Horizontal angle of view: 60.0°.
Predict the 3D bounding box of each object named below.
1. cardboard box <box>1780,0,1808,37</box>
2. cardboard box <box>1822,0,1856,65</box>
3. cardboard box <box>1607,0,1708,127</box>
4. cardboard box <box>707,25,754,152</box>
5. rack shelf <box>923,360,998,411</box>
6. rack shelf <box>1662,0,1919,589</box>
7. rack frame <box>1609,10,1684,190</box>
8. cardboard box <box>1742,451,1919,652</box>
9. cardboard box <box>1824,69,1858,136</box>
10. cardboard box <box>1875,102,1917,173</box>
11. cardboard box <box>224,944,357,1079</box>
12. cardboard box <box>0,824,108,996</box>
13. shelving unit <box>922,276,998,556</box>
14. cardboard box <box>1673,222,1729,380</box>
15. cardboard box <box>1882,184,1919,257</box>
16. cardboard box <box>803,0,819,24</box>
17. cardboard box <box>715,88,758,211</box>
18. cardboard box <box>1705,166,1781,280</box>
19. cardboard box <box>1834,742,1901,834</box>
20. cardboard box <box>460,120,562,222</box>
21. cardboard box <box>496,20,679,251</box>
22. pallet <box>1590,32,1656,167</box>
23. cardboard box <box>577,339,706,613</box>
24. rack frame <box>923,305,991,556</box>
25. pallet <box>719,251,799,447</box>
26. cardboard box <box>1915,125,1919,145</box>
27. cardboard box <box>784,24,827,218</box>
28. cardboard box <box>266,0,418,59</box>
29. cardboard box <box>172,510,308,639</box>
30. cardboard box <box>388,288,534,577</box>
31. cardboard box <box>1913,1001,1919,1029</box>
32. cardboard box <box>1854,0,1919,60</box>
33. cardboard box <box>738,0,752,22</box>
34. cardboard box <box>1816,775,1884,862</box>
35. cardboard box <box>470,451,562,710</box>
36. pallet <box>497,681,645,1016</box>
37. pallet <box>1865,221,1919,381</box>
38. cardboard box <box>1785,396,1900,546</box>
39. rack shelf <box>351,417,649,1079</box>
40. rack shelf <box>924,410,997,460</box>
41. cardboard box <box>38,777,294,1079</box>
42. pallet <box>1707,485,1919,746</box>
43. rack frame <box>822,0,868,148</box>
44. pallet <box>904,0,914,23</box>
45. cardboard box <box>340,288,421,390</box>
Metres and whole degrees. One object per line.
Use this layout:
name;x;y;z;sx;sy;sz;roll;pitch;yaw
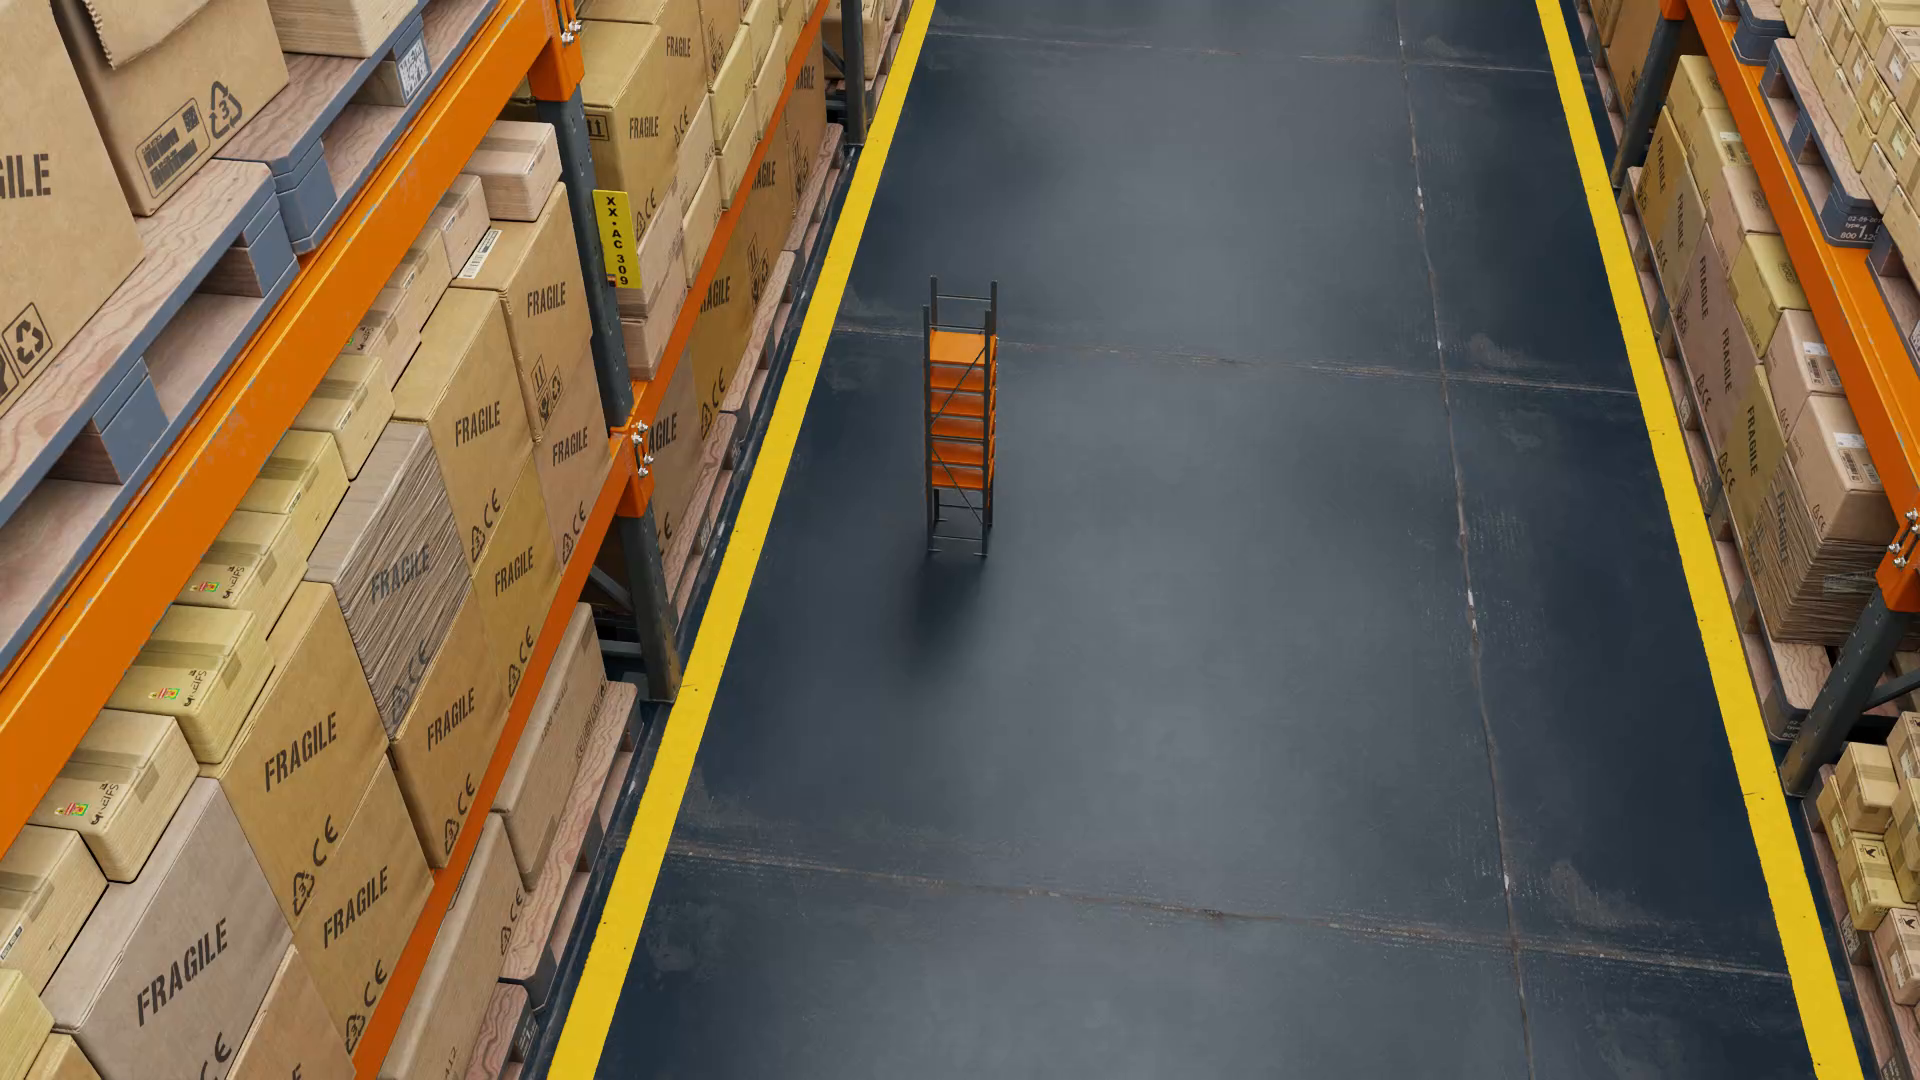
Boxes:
cardboard box;3.548;-2.138;6.704;0.380;0.149;0.250;7;44;7
cardboard box;3.480;-1.895;6.230;0.380;0.149;0.250;5;44;5
cardboard box;4.082;-2.657;8.705;1.050;0.750;0.750;5;44;5
cardboard box;-1.065;-1.670;6.078;0.500;0.250;0.500;6;44;6
rack shelf;0.002;-0.588;6.213;0.258;0.103;0.180;5;44;6
rack shelf;3.648;-1.290;6.454;1.077;0.370;4.000;5;44;6
rack frame;3.912;-2.915;7.646;1.000;3.000;0.127;5;44;6
cardboard box;3.231;0.039;6.039;0.500;0.500;0.500;4;44;5
cardboard box;3.444;-1.608;6.144;0.380;0.149;0.250;4;44;4
cardboard box;3.377;-1.359;5.665;0.380;0.149;0.250;3;44;3
cardboard box;-1.593;1.127;3.305;0.500;0.500;0.500;5;44;5
cardboard box;-1.633;0.588;2.675;0.380;0.149;0.250;6;44;6
shelving unit;0.002;-0.446;6.348;0.258;1.200;0.189;5;44;6
cardboard box;3.440;-1.007;7.145;0.500;0.500;0.500;4;44;4
cardboard box;3.342;-1.056;5.561;0.380;0.149;0.250;3;44;3
cardboard box;-0.869;-2.523;7.342;0.500;0.250;0.500;6;44;6
cardboard box;-1.066;-1.492;6.253;0.500;0.250;0.500;5;44;5
cardboard box;3.436;-1.302;6.911;0.500;0.250;0.500;6;44;6
cardboard box;3.018;0.804;5.271;0.380;0.149;0.250;7;44;7
cardboard box;-1.262;-0.966;4.316;0.380;0.149;0.250;4;44;5
cardboard box;-1.193;-1.243;5.081;0.500;0.500;0.500;6;44;6
pallet;4.091;-2.432;9.165;1.003;0.211;1.213;5;44;6
cardboard box;-1.534;-0.380;6.210;0.875;0.875;0.875;6;44;7
rack frame;-0.010;-0.383;6.282;0.240;1.200;0.006;5;44;6
pallet;-1.350;-0.924;7.572;1.003;0.211;1.213;5;44;6
cardboard box;3.348;-1.295;5.381;0.380;0.149;0.250;5;44;5
cardboard box;-1.181;-2.213;8.146;0.875;0.875;0.875;5;44;5
cardboard box;-1.339;-1.112;3.365;0.380;0.149;0.250;6;44;7
cardboard box;-1.511;0.069;3.224;0.380;0.149;0.250;5;44;6
cardboard box;-1.400;-0.277;4.061;0.500;0.500;0.500;5;44;5
cardboard box;3.016;1.446;4.809;0.380;0.149;0.250;4;44;5
cardboard box;3.450;-1.829;5.944;0.380;0.149;0.250;5;44;5
cardboard box;-1.023;-2.286;6.183;0.500;0.500;0.500;5;44;5
cardboard box;3.017;0.913;5.372;0.380;0.149;0.250;3;44;4
cardboard box;-1.407;0.085;4.406;0.500;0.500;0.500;4;44;4
pallet;-1.715;0.954;5.589;1.003;0.211;1.213;5;44;6
pallet;3.629;-0.626;5.369;1.003;0.211;1.213;5;44;6
cardboard box;3.231;-0.236;5.785;0.500;0.250;0.500;4;44;4
rack shelf;-1.801;1.055;3.978;1.077;0.370;4.000;5;44;6
rack shelf;0.002;-0.413;6.378;0.258;0.103;0.180;5;44;6
cardboard box;-1.598;0.752;2.975;0.500;0.500;0.500;5;44;5
pallet;3.485;0.293;6.287;1.003;0.211;1.213;5;44;6
rack frame;-1.008;-3.296;8.049;1.000;3.000;0.127;5;44;6
pallet;-0.739;-3.645;10.446;1.003;0.211;1.213;5;44;6
cardboard box;-1.463;-0.453;3.775;0.380;0.149;0.250;5;44;5
